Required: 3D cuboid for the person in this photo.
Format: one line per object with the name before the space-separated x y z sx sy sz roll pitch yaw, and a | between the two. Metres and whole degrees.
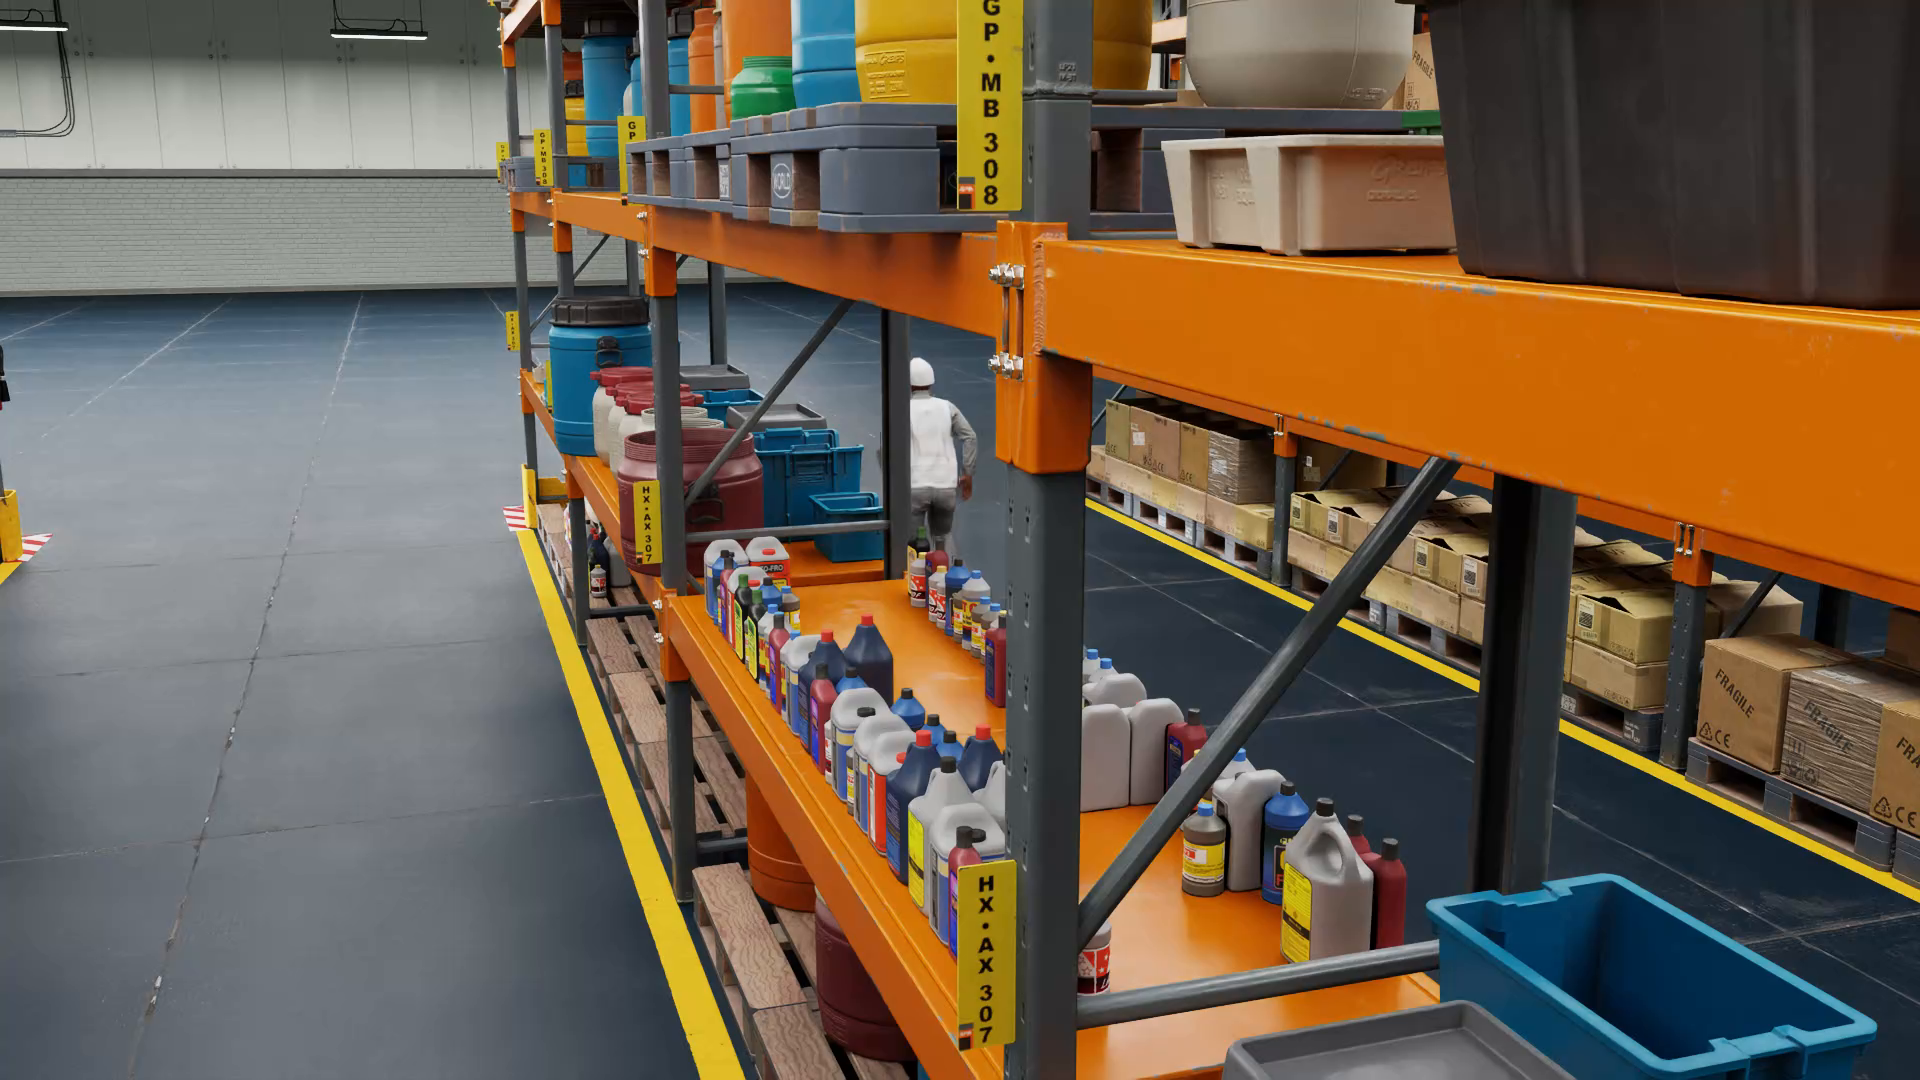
person | -0.245 -0.374 11.291 0.682 1.696 0.738 -5 13 -23
